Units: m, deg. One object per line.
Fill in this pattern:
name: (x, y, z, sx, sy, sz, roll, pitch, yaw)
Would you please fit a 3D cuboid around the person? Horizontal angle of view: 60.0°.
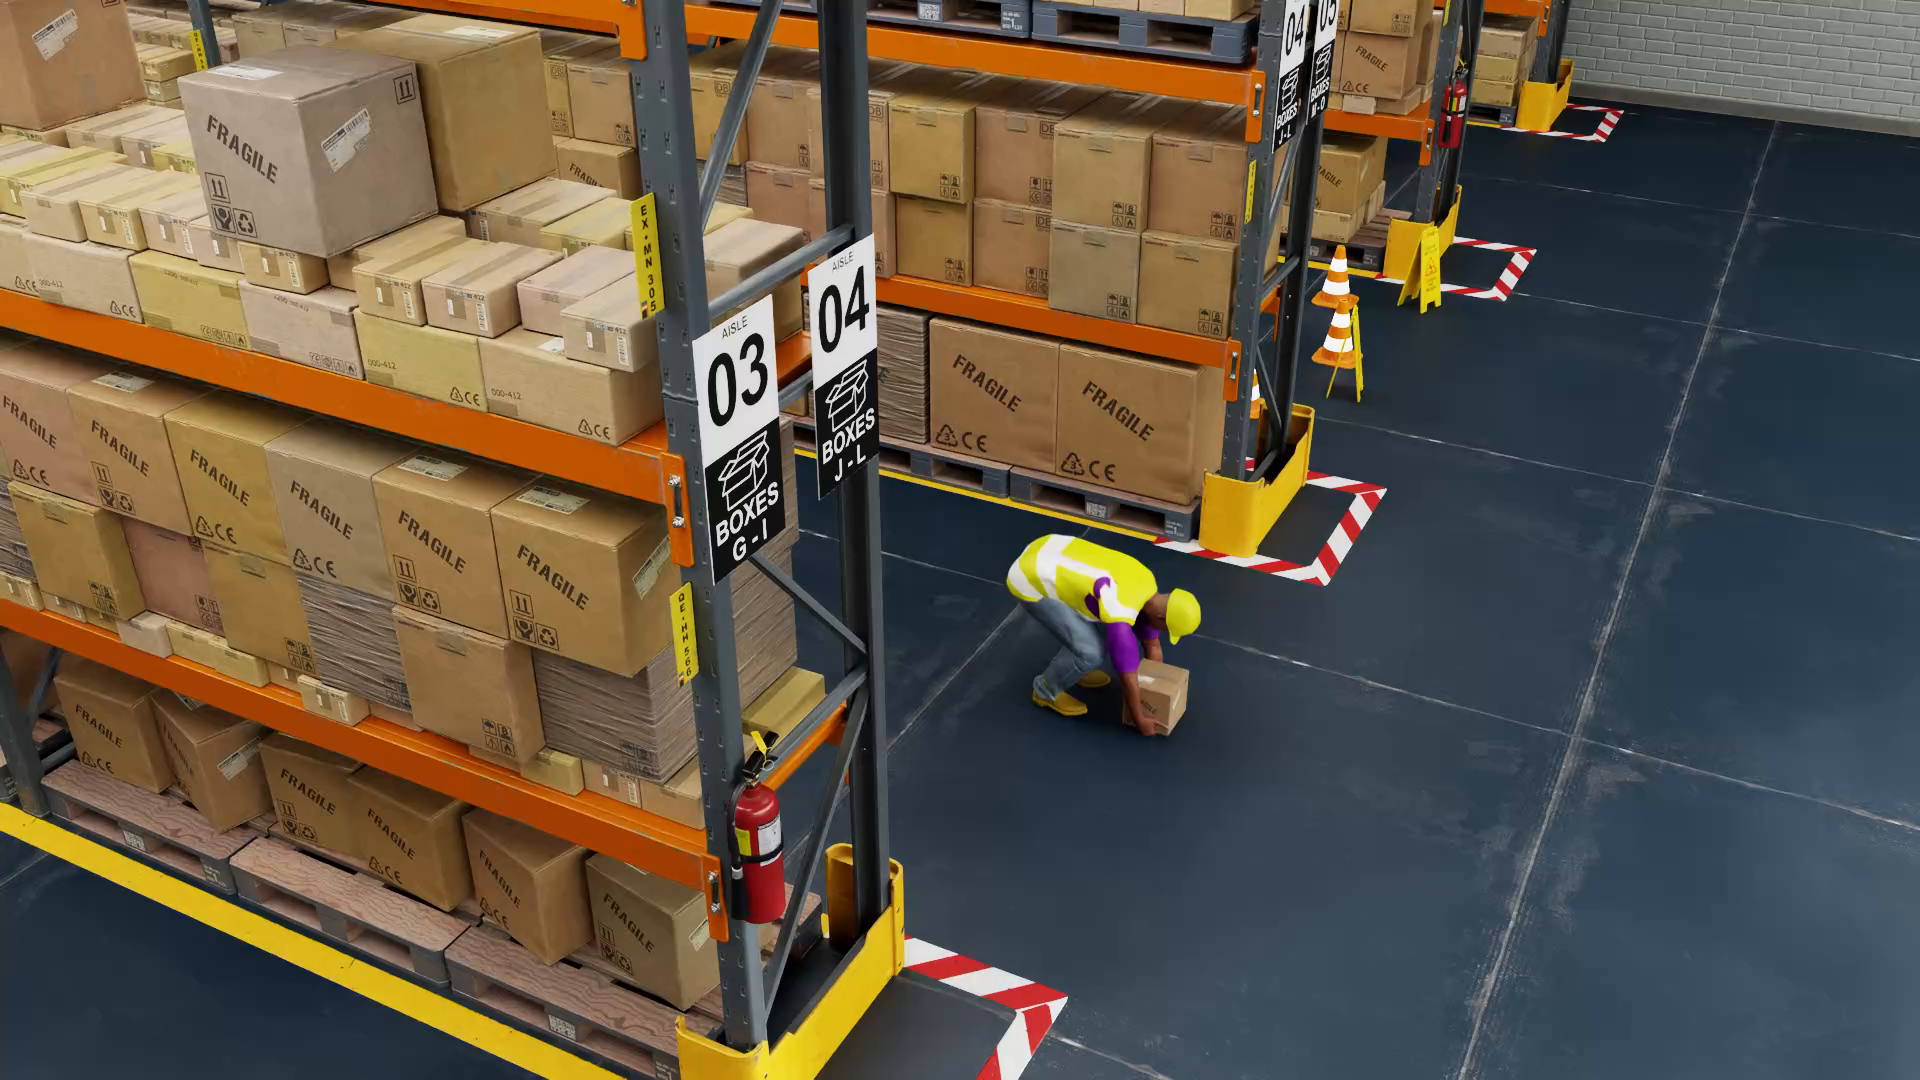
person: (0.724, 0.449, 8.366, 0.977, 0.907, 0.508, 13, 32, 21)
